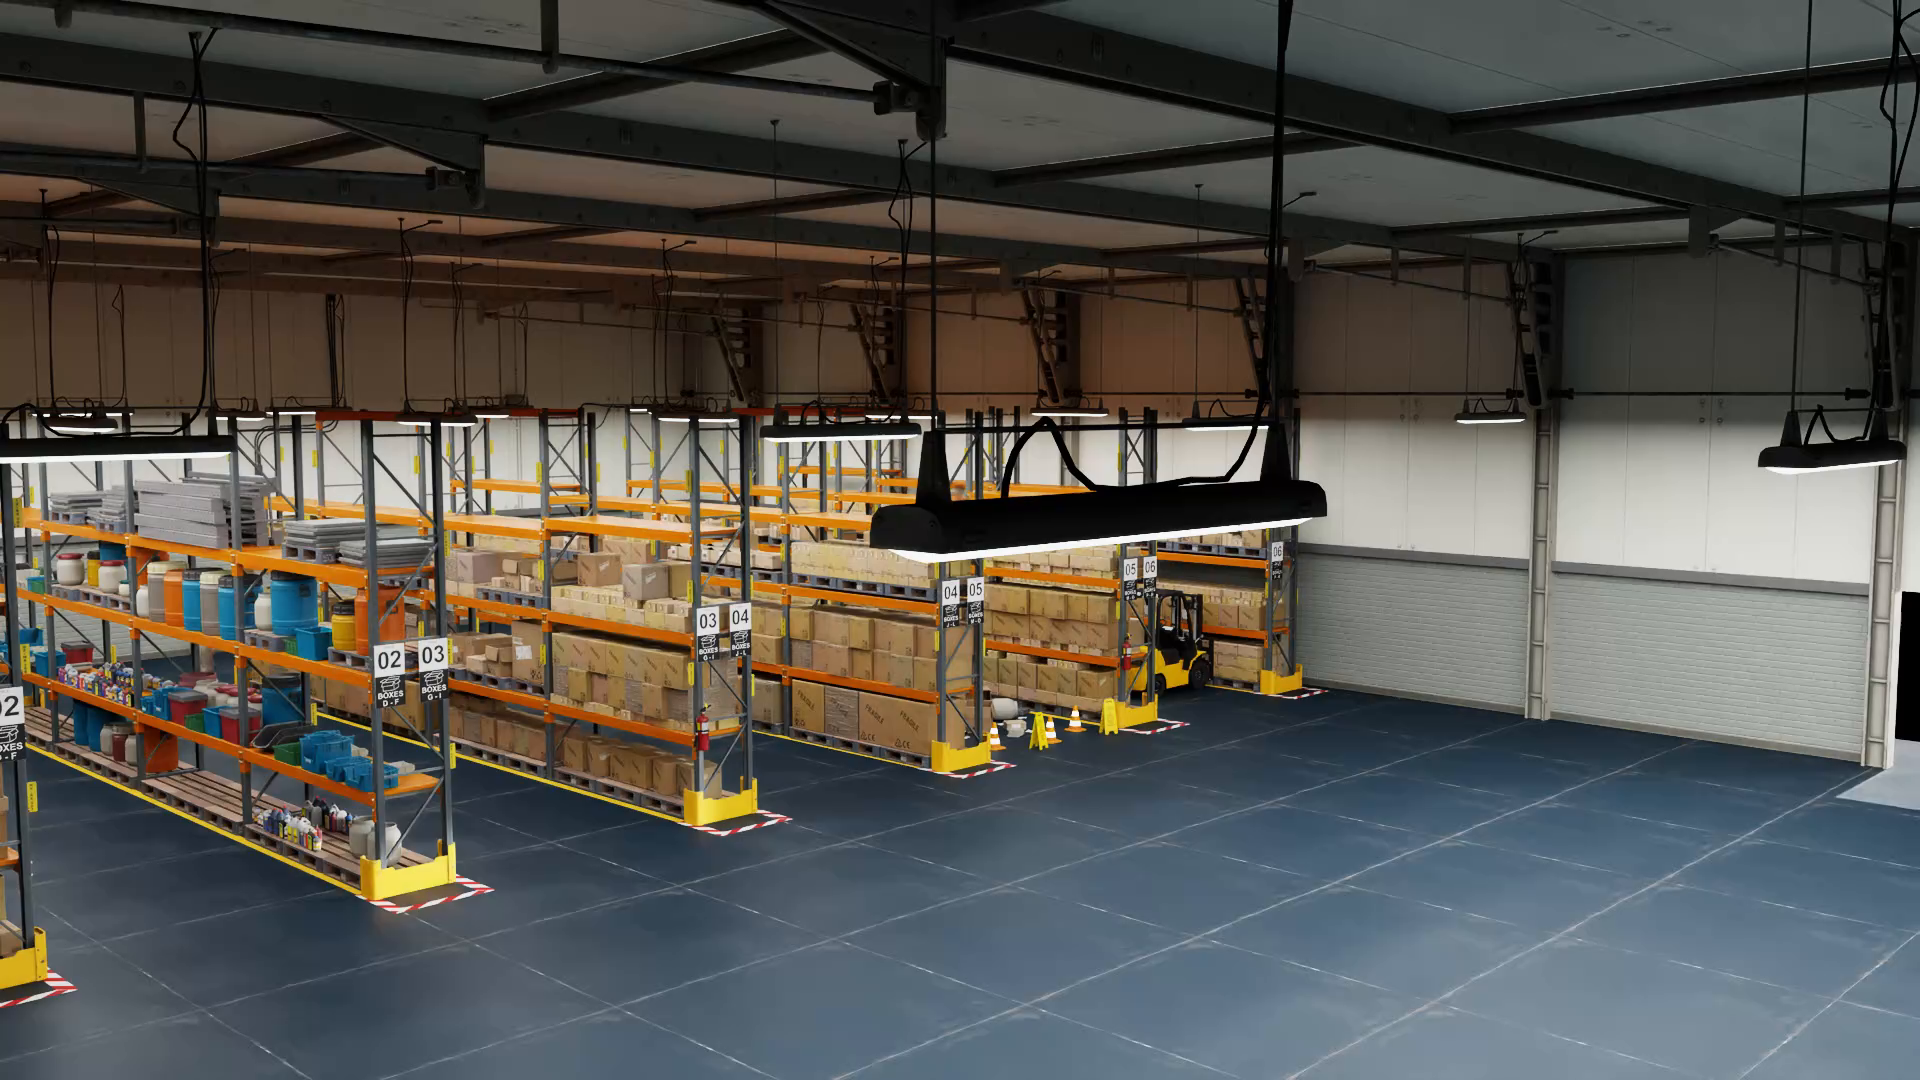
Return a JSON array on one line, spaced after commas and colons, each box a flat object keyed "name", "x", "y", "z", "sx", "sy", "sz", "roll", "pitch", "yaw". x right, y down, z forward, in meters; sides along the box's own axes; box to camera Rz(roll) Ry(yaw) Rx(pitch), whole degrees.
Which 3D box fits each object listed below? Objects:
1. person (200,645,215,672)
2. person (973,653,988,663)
[{"name": "person", "x": -16.310, "y": 2.350, "z": 35.681, "sx": 0.636, "sy": 1.636, "sz": 0.660, "roll": 3, "pitch": 6, "yaw": 27}, {"name": "person", "x": 0.410, "y": 2.228, "z": 37.487, "sx": 0.885, "sy": 1.595, "sz": 0.740, "roll": 3, "pitch": 6, "yaw": 35}]
